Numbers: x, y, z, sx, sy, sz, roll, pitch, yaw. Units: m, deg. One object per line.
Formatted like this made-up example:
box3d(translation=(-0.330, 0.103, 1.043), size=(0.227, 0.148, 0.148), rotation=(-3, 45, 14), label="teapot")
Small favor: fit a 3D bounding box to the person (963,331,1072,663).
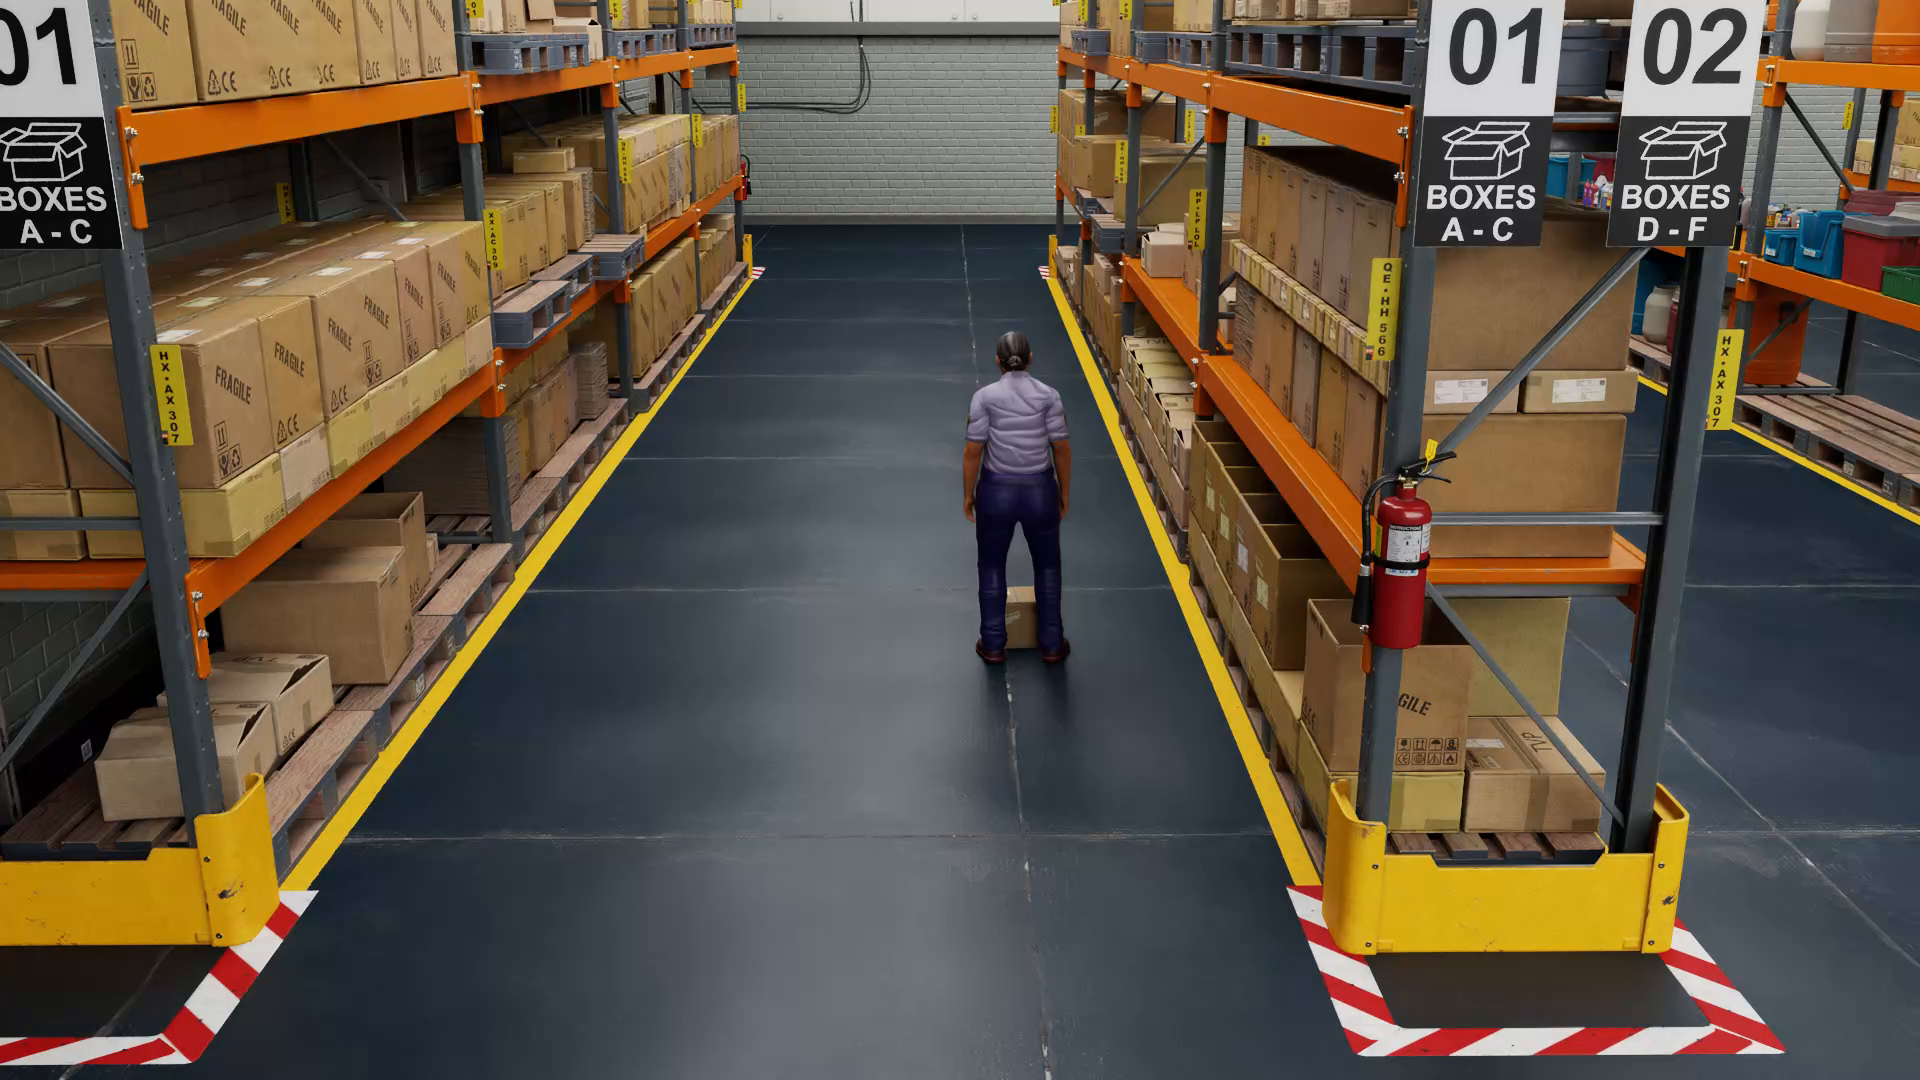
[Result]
box3d(translation=(0.291, -0.191, 8.195), size=(0.556, 1.639, 0.367), rotation=(-1, 17, -2), label="person")
